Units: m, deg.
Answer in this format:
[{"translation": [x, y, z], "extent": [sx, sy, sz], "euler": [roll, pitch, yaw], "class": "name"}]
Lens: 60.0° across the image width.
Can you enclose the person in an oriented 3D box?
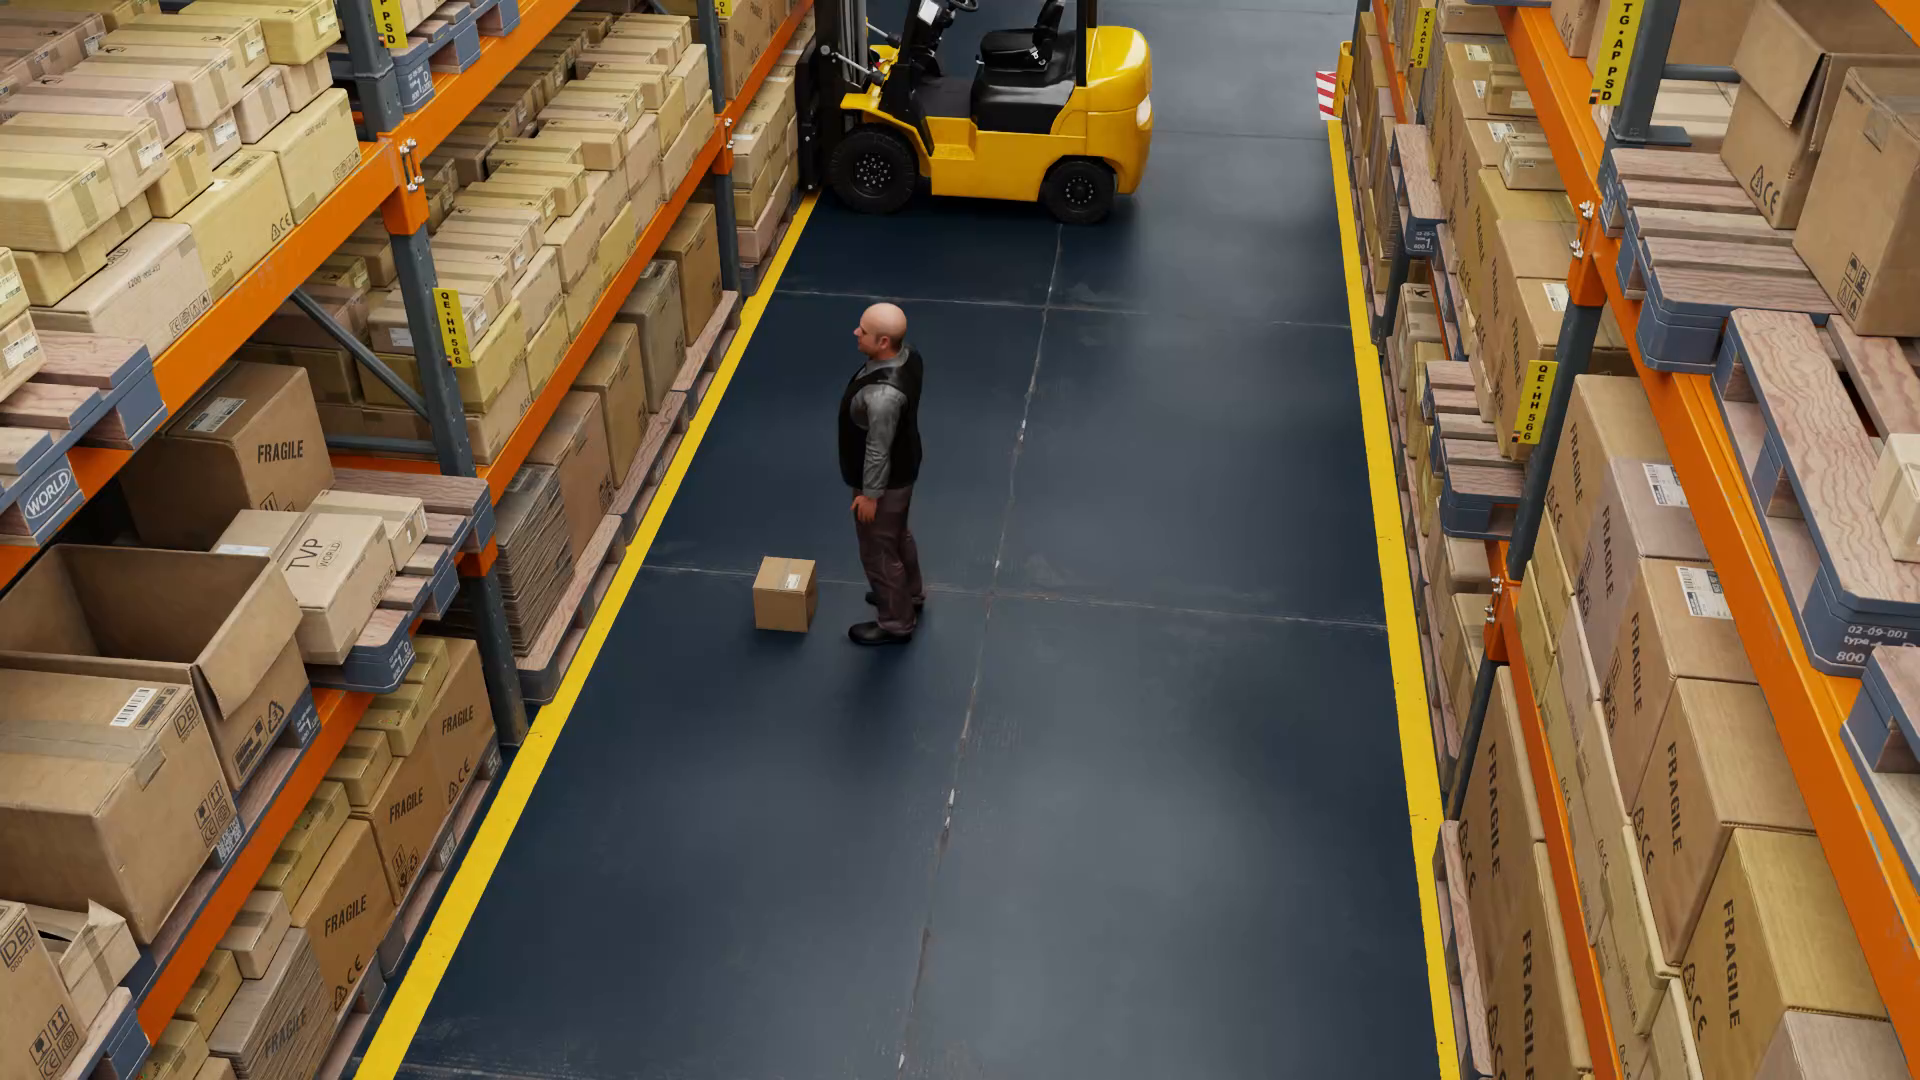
[{"translation": [-0.353, -0.283, 7.469], "extent": [0.357, 1.733, 0.530], "euler": [5, 36, 7], "class": "person"}]
